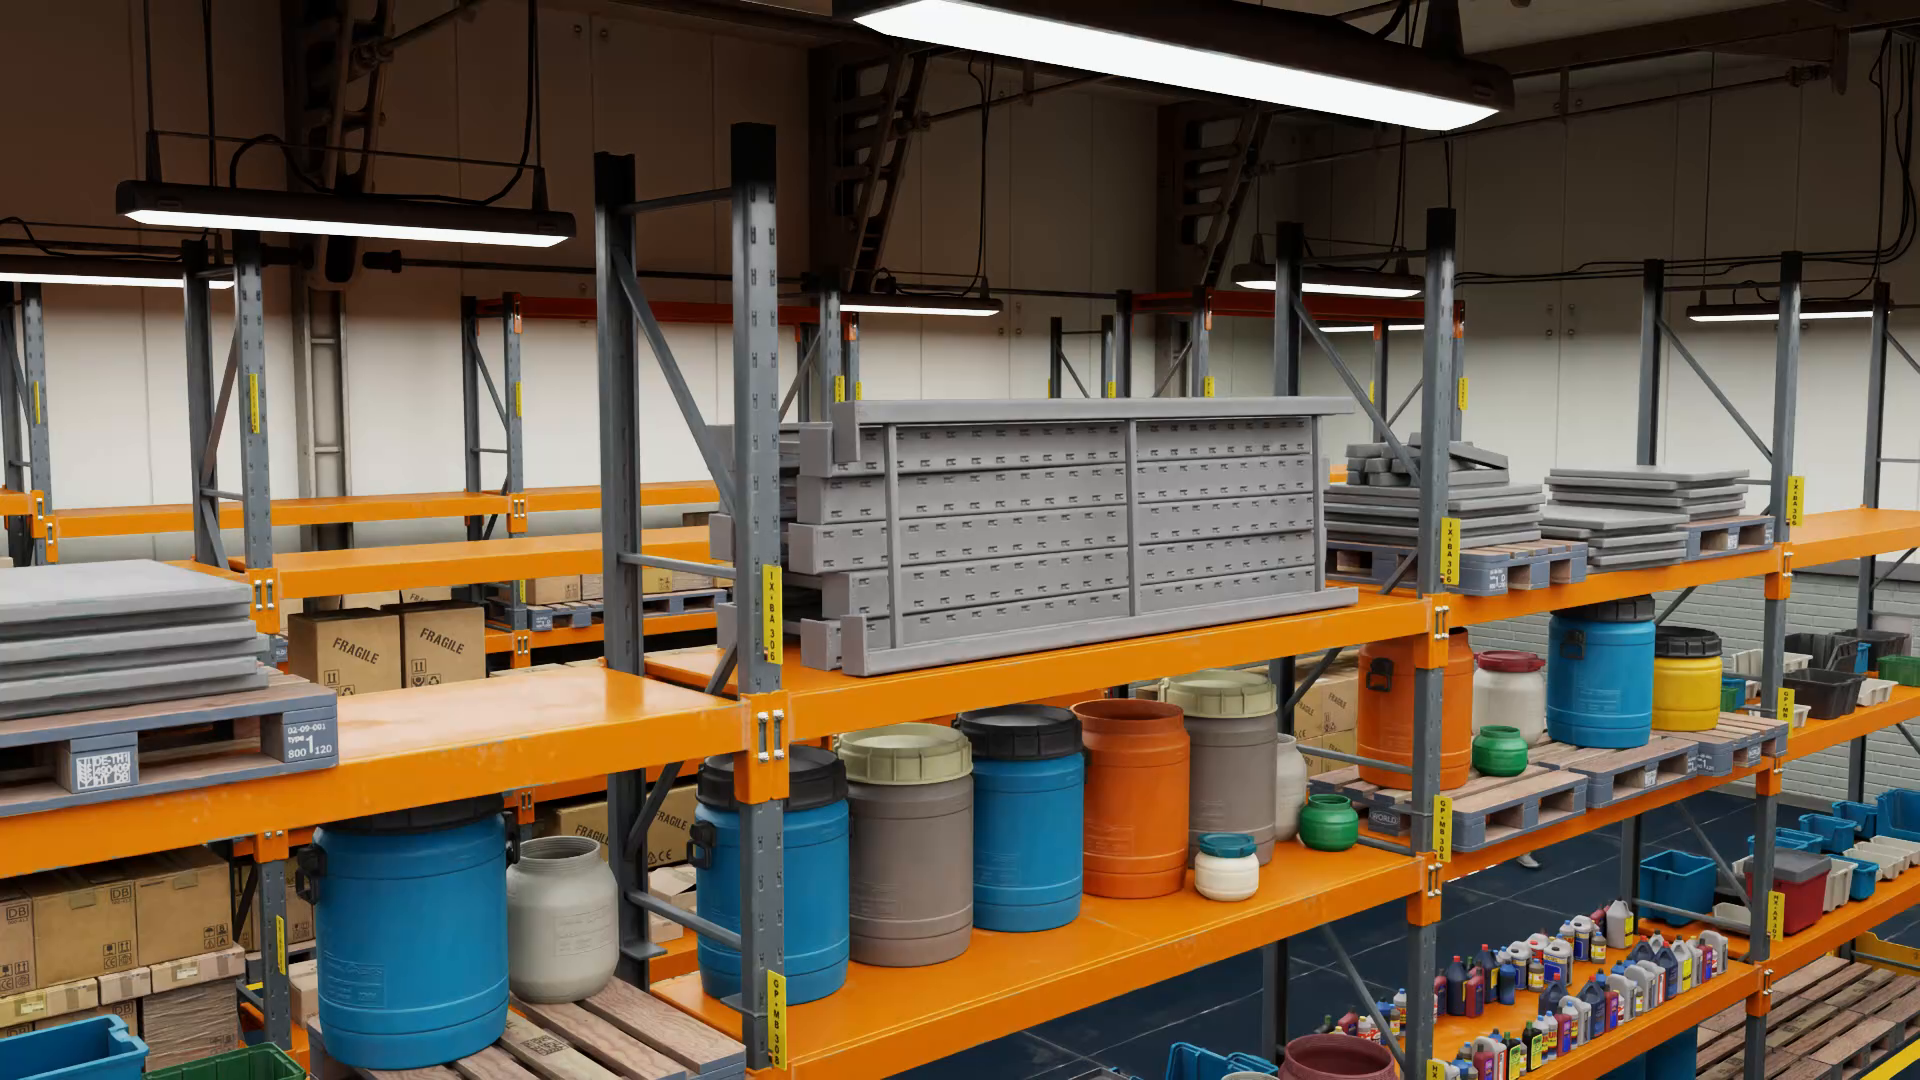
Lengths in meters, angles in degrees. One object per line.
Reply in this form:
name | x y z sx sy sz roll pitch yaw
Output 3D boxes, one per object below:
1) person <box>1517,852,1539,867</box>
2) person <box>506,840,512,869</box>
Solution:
person | 6.017 2.645 18.073 0.530 1.615 1.018 -1 6 -13
person | -3.554 3.125 13.014 0.529 1.651 0.549 -3 6 -27
